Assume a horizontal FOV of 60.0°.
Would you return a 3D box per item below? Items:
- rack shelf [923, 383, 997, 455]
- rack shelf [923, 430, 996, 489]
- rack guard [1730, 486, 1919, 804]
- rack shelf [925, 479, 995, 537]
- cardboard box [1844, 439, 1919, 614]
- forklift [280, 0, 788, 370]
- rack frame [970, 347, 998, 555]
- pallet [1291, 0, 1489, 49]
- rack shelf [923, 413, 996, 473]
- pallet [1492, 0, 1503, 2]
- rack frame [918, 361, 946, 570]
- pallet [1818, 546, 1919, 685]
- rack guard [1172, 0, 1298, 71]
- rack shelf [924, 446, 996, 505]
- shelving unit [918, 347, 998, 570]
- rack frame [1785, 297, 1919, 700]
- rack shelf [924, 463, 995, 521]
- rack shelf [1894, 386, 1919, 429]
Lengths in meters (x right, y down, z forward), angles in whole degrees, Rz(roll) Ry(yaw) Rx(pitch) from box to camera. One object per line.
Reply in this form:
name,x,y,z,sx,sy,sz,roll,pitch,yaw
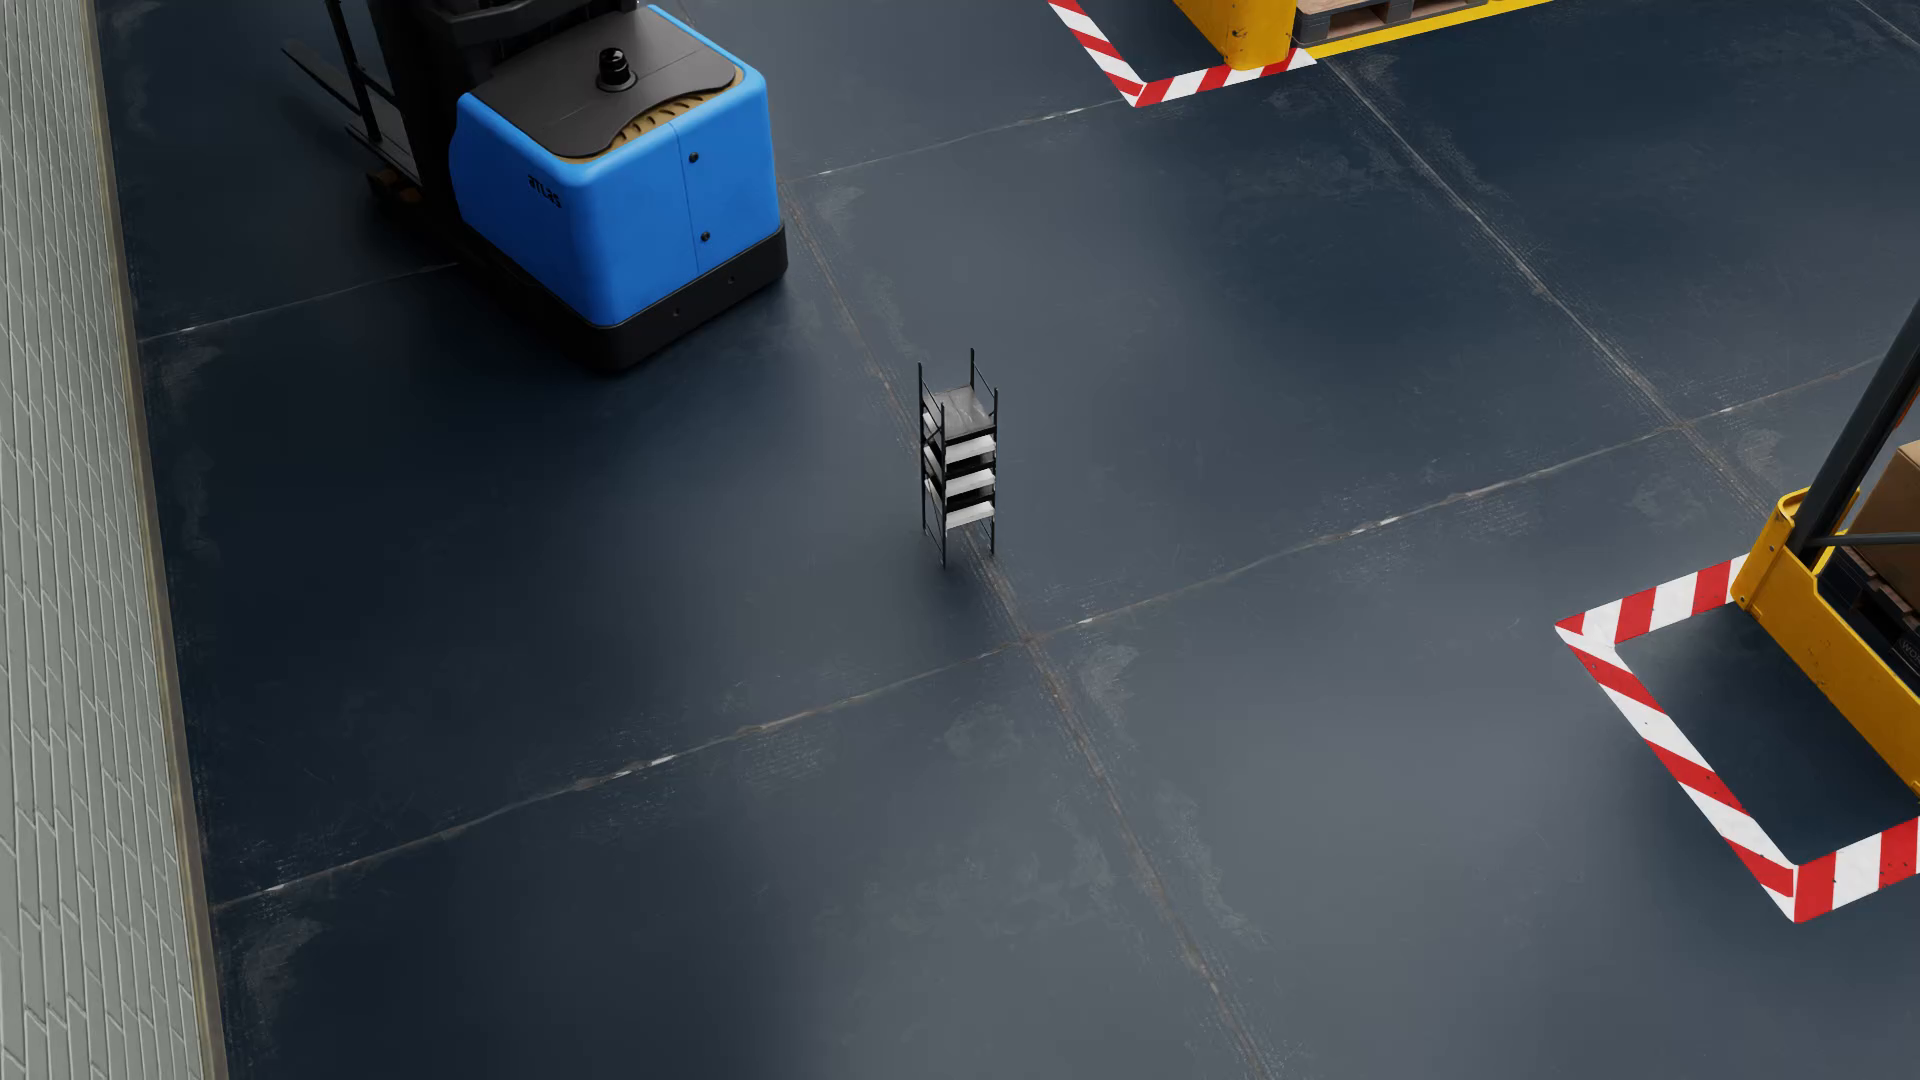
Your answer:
rack shelf,-0.008,-0.445,6.068,0.200,0.077,0.258,-17,52,-14
rack shelf,-0.008,-0.328,6.204,0.200,0.077,0.258,-17,52,-14
rack guard,3.331,0.382,5.933,0.348,0.500,1.175,-17,52,-14
rack shelf,-0.008,-0.152,6.409,0.200,0.077,0.258,-17,52,-14
cardboard box,3.671,-0.069,6.030,0.500,0.500,0.500,-17,52,-14
forklift,-2.172,-2.700,6.978,1.130,2.935,3.031,-37,58,-27
rack frame,0.087,-0.320,6.272,0.006,0.900,0.240,-17,52,-14
pallet,2.169,-3.192,9.193,1.213,0.211,1.003,-17,52,-14
rack shelf,-0.008,-0.386,6.136,0.200,0.077,0.258,-17,52,-14
pallet,3.297,-3.539,9.491,1.213,0.211,1.003,-17,52,-14
rack frame,-0.102,-0.262,6.222,0.006,0.900,0.240,-17,52,-14
pallet,4.069,0.246,6.240,1.213,0.211,1.003,-17,52,-14
rack guard,1.374,-3.061,8.890,0.348,0.500,1.175,-17,52,-14
rack shelf,-0.008,-0.269,6.273,0.200,0.077,0.258,-17,52,-14
shelving unit,-0.008,-0.291,6.247,0.210,0.900,0.258,-17,52,-14
rack frame,3.261,-0.411,4.966,0.127,3.000,1.000,-17,52,-14
rack shelf,-0.008,-0.211,6.341,0.200,0.077,0.258,-17,52,-14
rack shelf,5.112,-0.750,5.732,4.000,0.370,1.077,-17,52,-14
